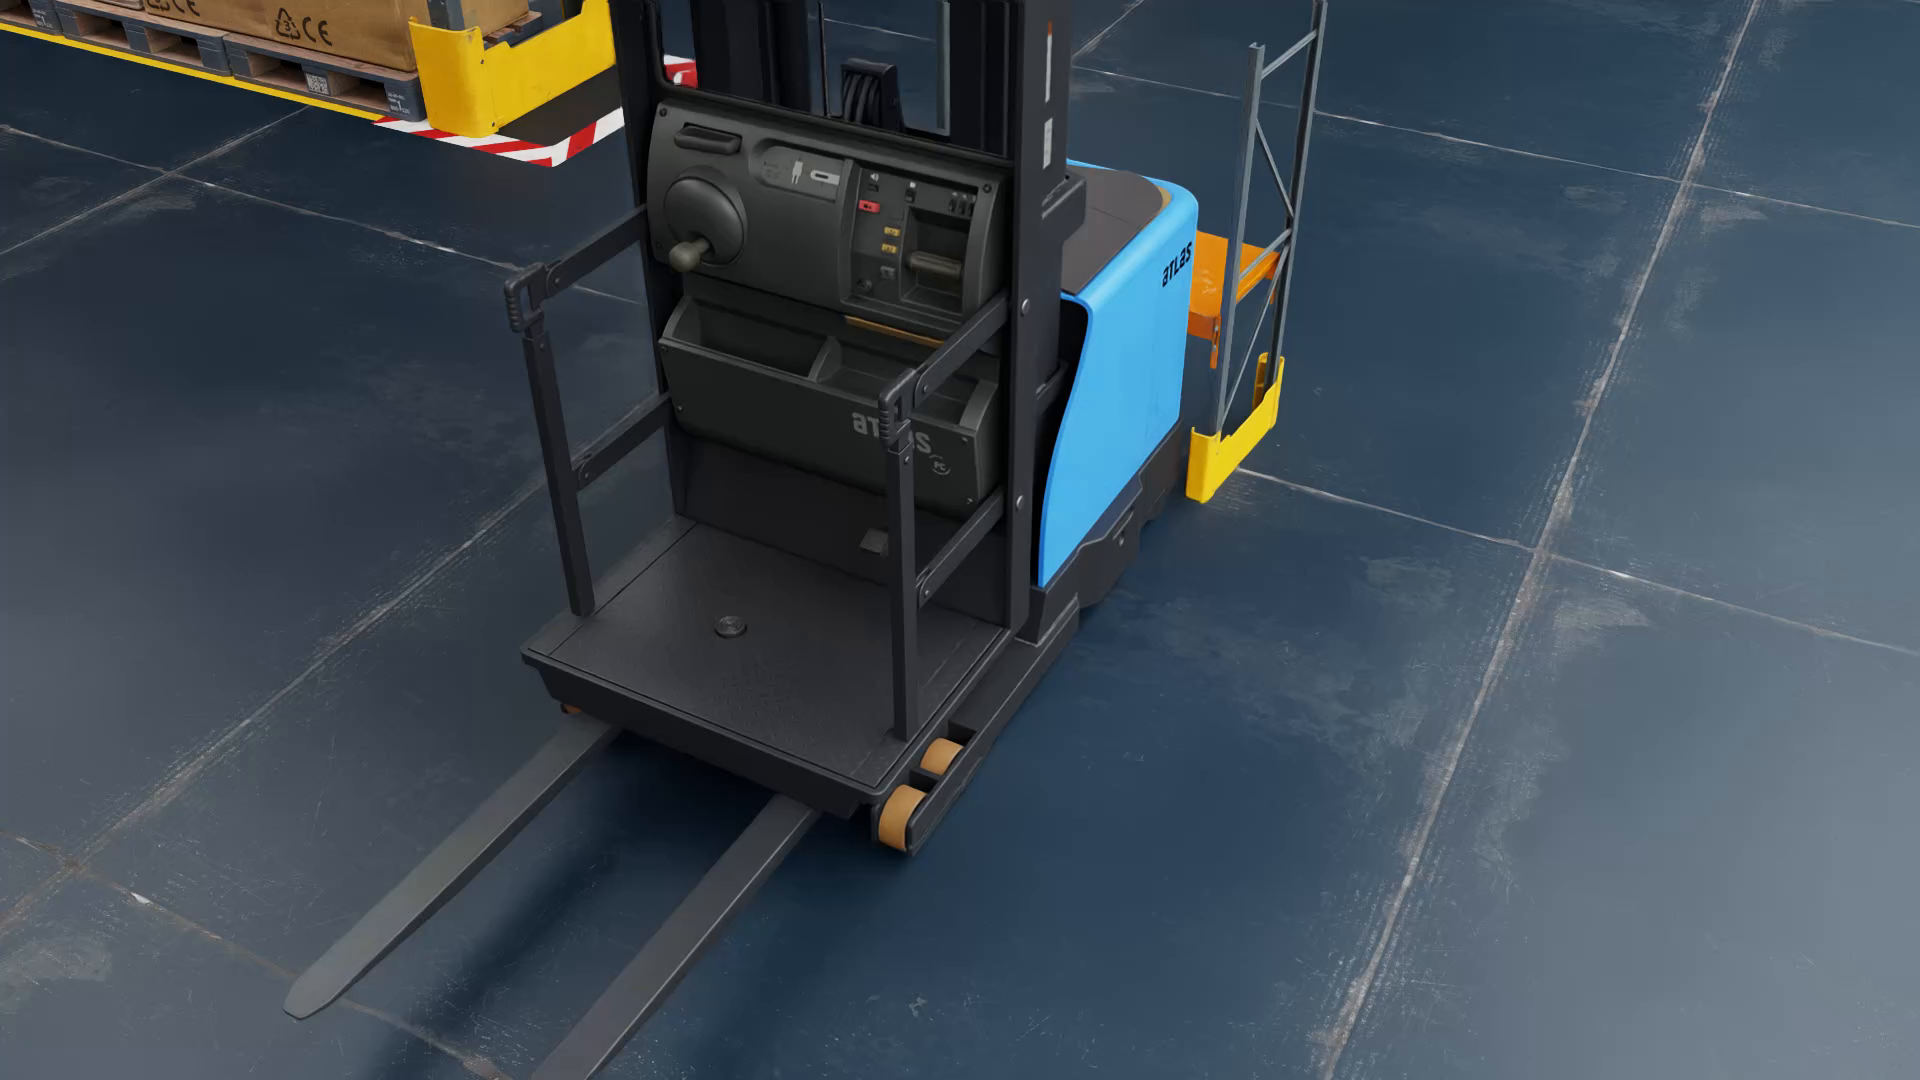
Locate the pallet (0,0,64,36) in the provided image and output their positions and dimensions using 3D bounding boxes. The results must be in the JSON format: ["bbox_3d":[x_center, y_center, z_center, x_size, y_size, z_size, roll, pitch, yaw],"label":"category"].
[{"bbox_3d":[-5.033,-3.158,9.235,1.213,0.211,1.003,17,41,21],"label":"pallet"}]

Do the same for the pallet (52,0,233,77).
[{"bbox_3d":[-3.945,-2.819,8.789,1.213,0.211,1.003,17,41,21],"label":"pallet"}]

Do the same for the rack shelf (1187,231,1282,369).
[{"bbox_3d":[0.505,-0.895,5.485,1.000,0.185,0.538,21,42,25],"label":"rack shelf"}]

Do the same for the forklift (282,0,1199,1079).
[{"bbox_3d":[-0.438,-0.694,3.740,1.130,2.935,3.031,18,41,22],"label":"forklift"}]

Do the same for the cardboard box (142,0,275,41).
[{"bbox_3d":[-3.535,-3.127,8.299,0.875,0.875,0.875,17,40,21],"label":"cardboard box"}]

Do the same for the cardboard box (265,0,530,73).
[{"bbox_3d":[-2.752,-2.884,7.978,0.875,0.875,0.875,18,41,22],"label":"cardboard box"}]

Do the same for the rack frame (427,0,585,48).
[{"bbox_3d":[-2.120,-3.410,7.261,0.127,3.000,1.000,17,41,21],"label":"rack frame"}]

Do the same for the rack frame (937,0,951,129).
[{"bbox_3d":[0.075,-1.202,5.593,0.032,1.500,0.500,21,42,25],"label":"rack frame"}]

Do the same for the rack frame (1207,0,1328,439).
[{"bbox_3d":[0.935,-0.874,5.161,0.032,1.500,0.500,21,42,25],"label":"rack frame"}]

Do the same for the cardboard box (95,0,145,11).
[{"bbox_3d":[-4.343,-3.382,8.634,0.875,0.875,0.875,18,41,22],"label":"cardboard box"}]

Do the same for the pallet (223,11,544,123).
[{"bbox_3d":[-2.866,-2.479,8.342,1.213,0.211,1.003,17,41,21],"label":"pallet"}]

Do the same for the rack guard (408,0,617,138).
[{"bbox_3d":[-2.099,-2.407,8.008,0.348,0.500,1.175,17,41,21],"label":"rack guard"}]

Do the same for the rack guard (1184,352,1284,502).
[{"bbox_3d":[0.919,-0.382,5.547,0.087,0.250,0.587,21,42,25],"label":"rack guard"}]

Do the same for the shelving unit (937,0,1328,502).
[{"bbox_3d":[0.497,-1.041,5.381,1.083,1.500,0.587,21,42,25],"label":"shelving unit"}]
